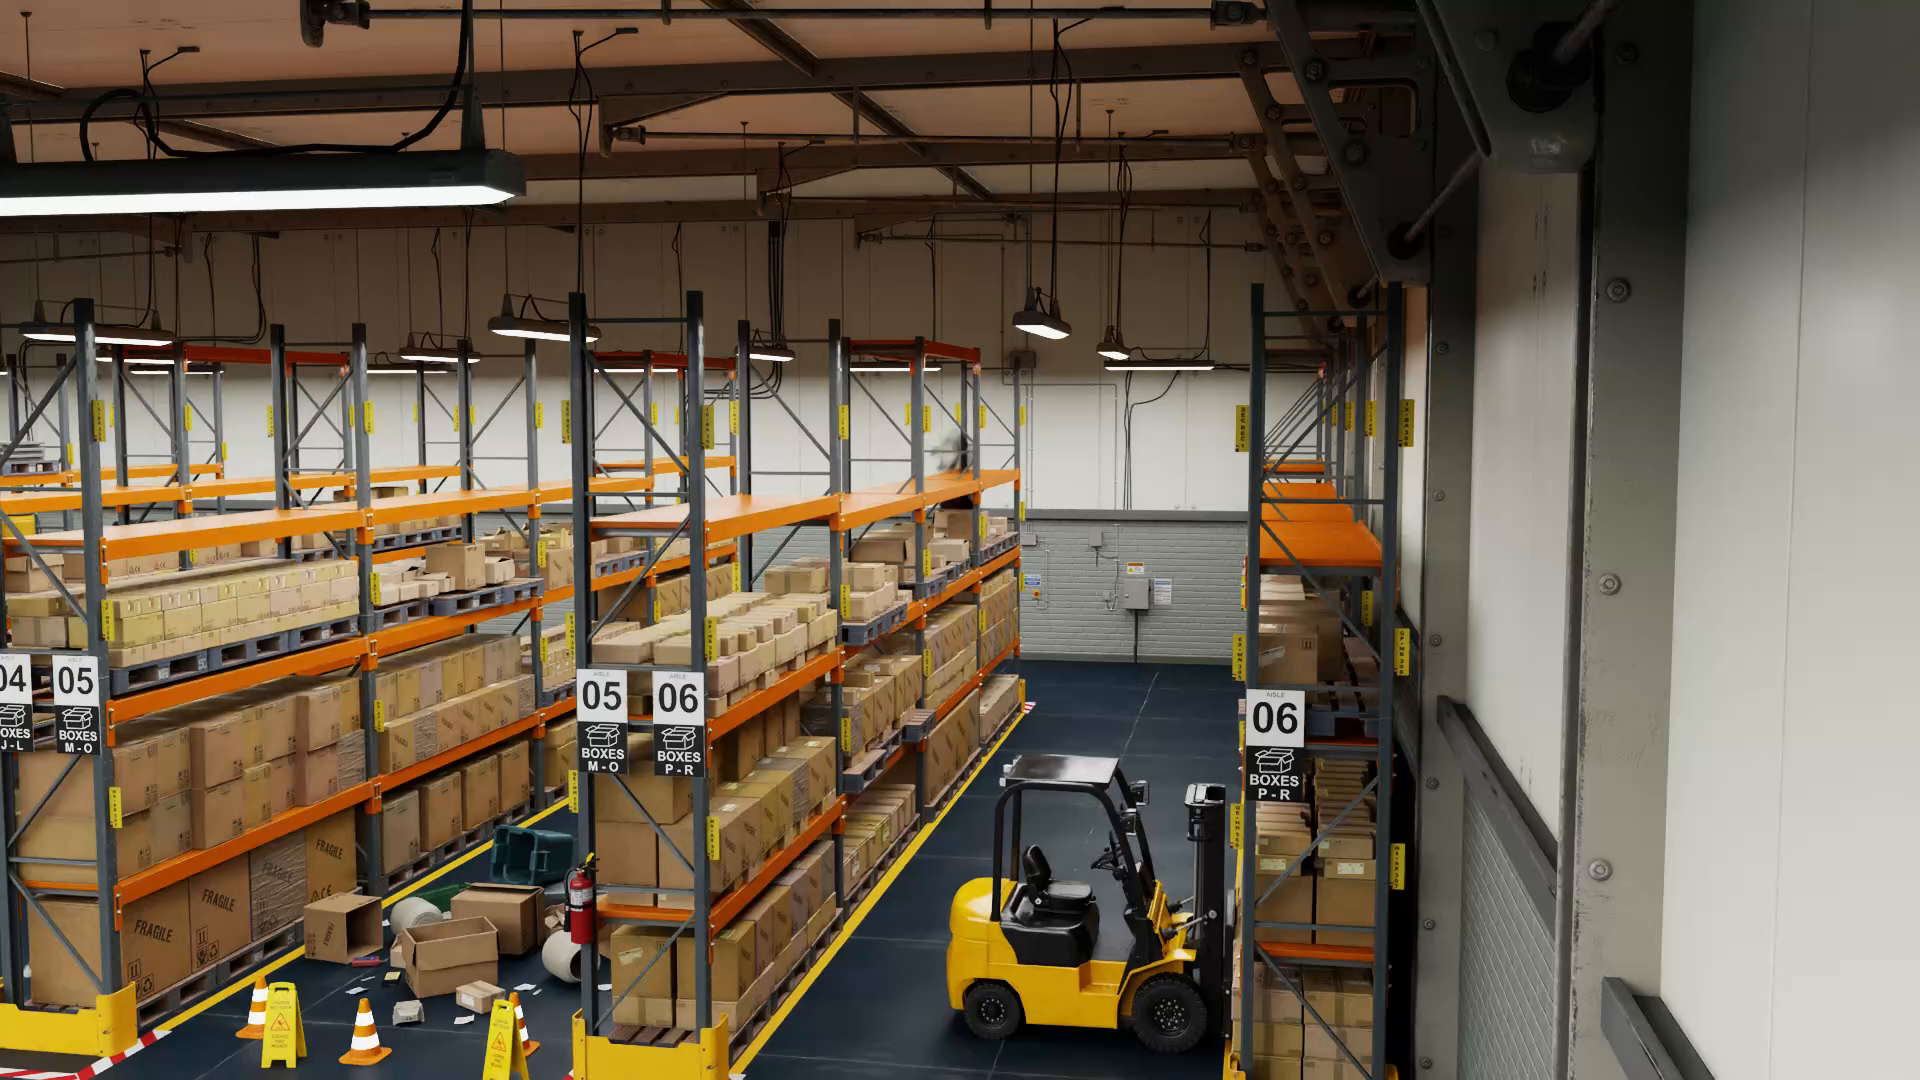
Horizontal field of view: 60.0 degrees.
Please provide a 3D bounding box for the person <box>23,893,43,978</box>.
[{"bbox_3d":[-8.329,3.026,15.397,0.697,1.817,0.889,1,5,8],"label":"person"}]
